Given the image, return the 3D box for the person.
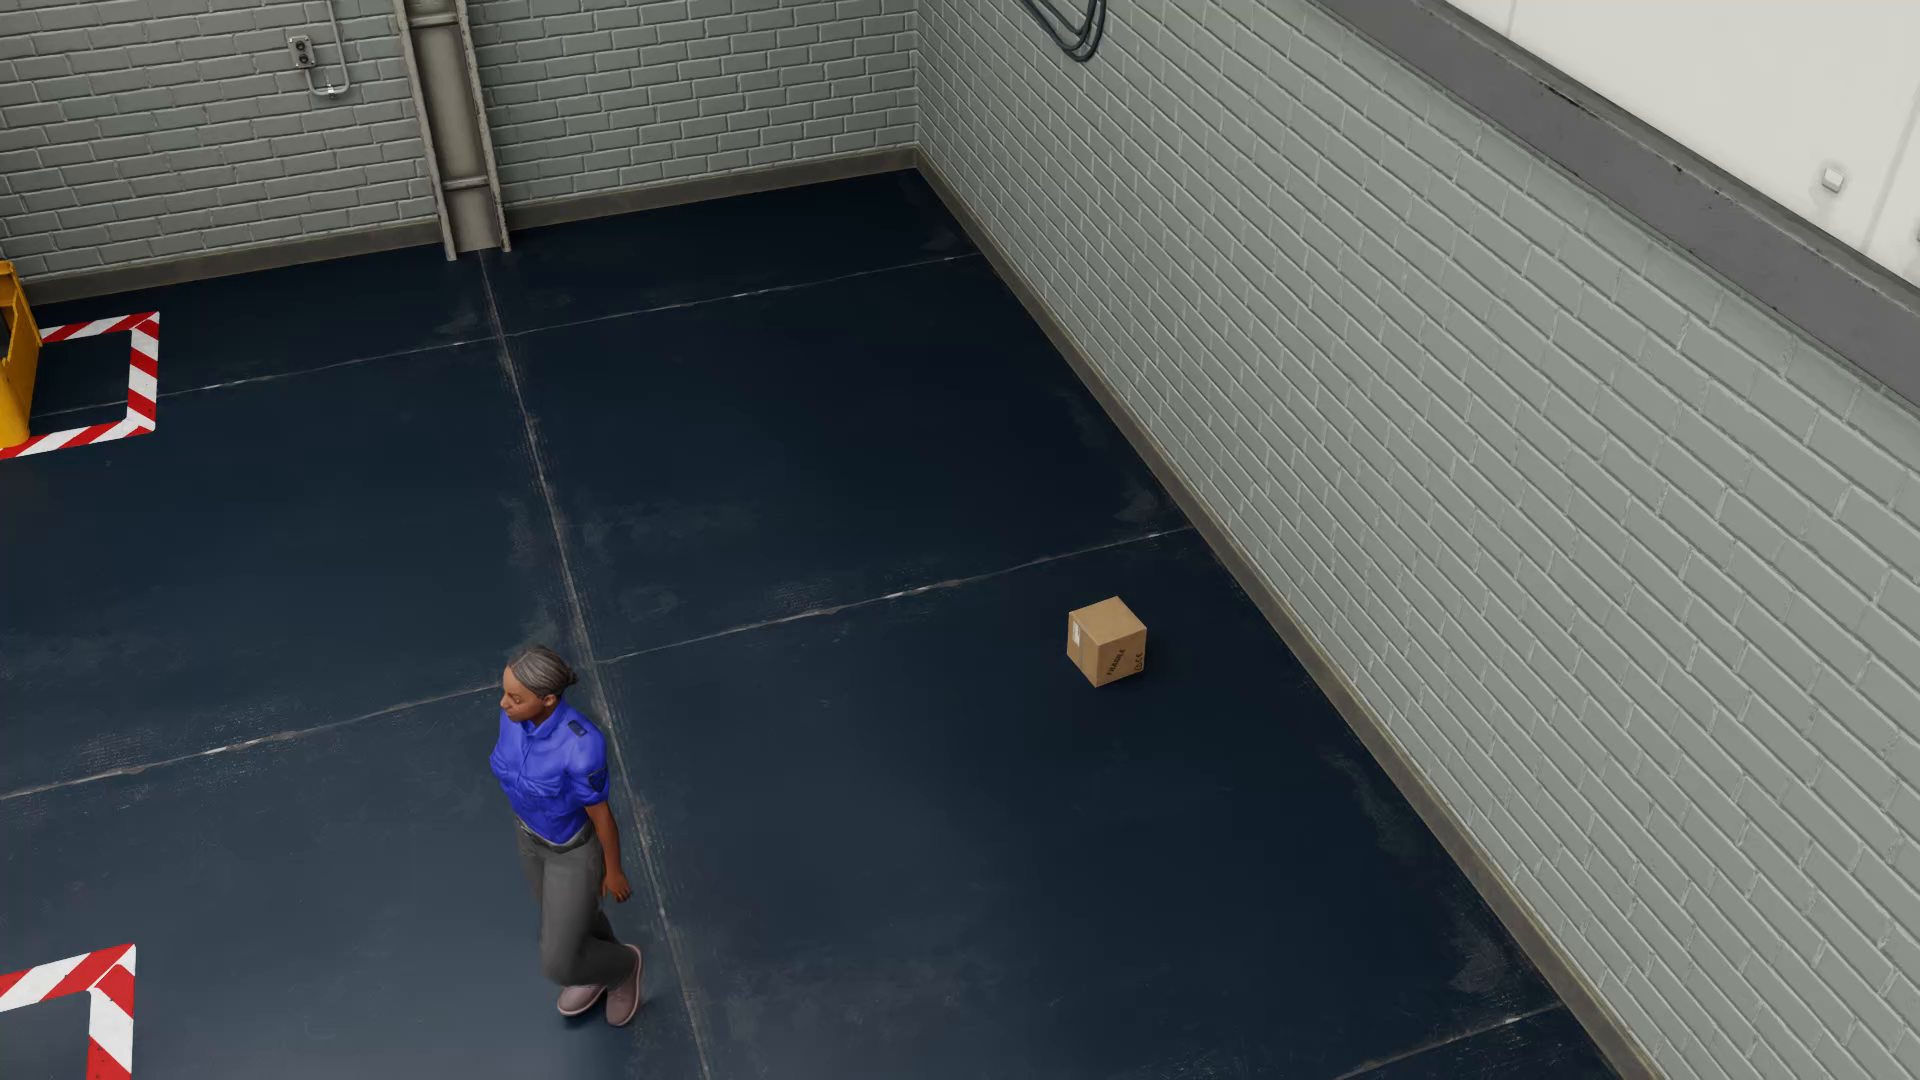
[{"bbox_3d":[-1.328,1.028,5.439,0.481,1.673,0.417,29,46,32],"label":"person"}]
